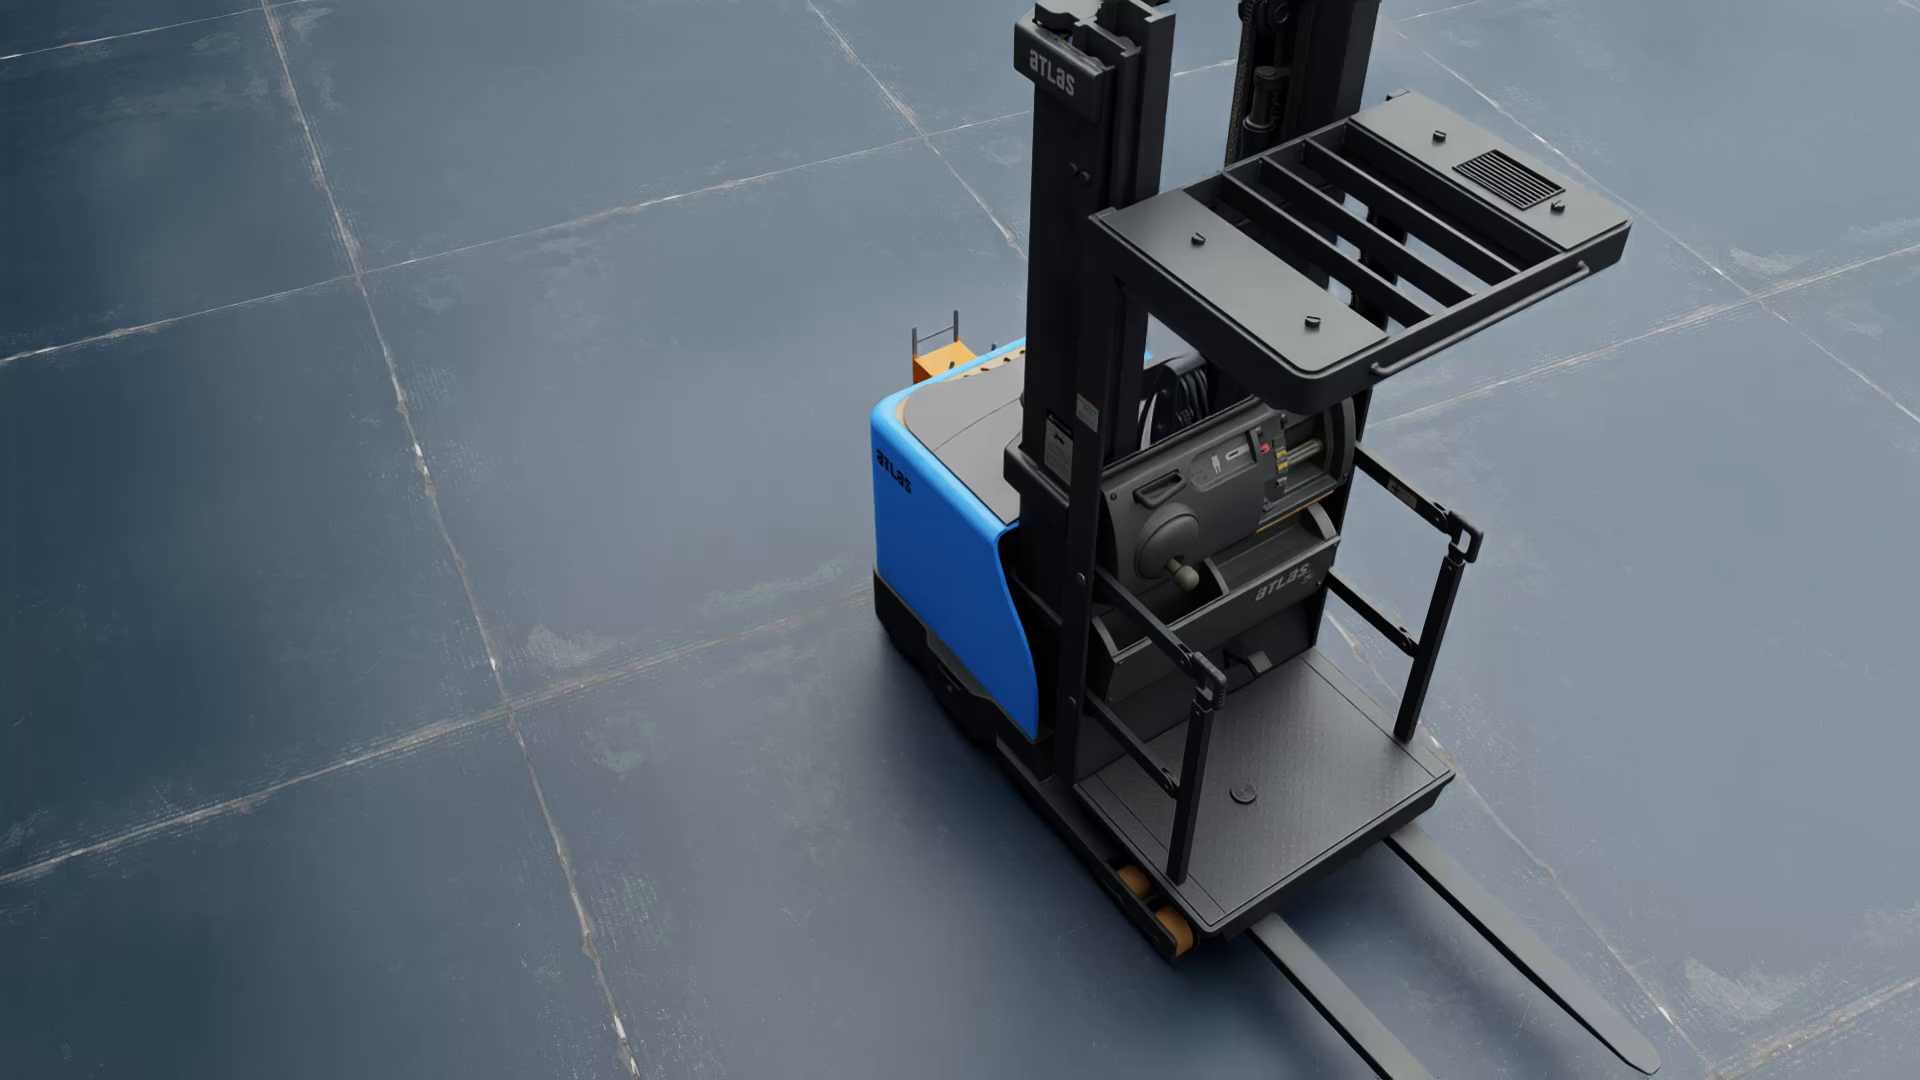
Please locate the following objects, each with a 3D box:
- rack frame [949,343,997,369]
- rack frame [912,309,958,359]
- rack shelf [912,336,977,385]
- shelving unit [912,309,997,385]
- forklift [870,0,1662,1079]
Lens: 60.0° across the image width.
[{"bbox_3d":[0.047,-0.294,6.300,0.200,1.050,0.008,-26,50,-24],"label":"rack frame"},{"bbox_3d":[-0.090,-0.435,6.444,0.200,1.050,0.008,-26,50,-24],"label":"rack frame"},{"bbox_3d":[-0.022,-0.559,6.180,0.215,0.259,0.240,-26,50,-24],"label":"rack shelf"},{"bbox_3d":[-0.022,-0.365,6.372,0.215,1.050,0.252,-26,50,-24],"label":"shelving unit"},{"bbox_3d":[0.926,-0.086,4.751,1.130,2.935,3.031,-26,50,-24],"label":"forklift"}]
